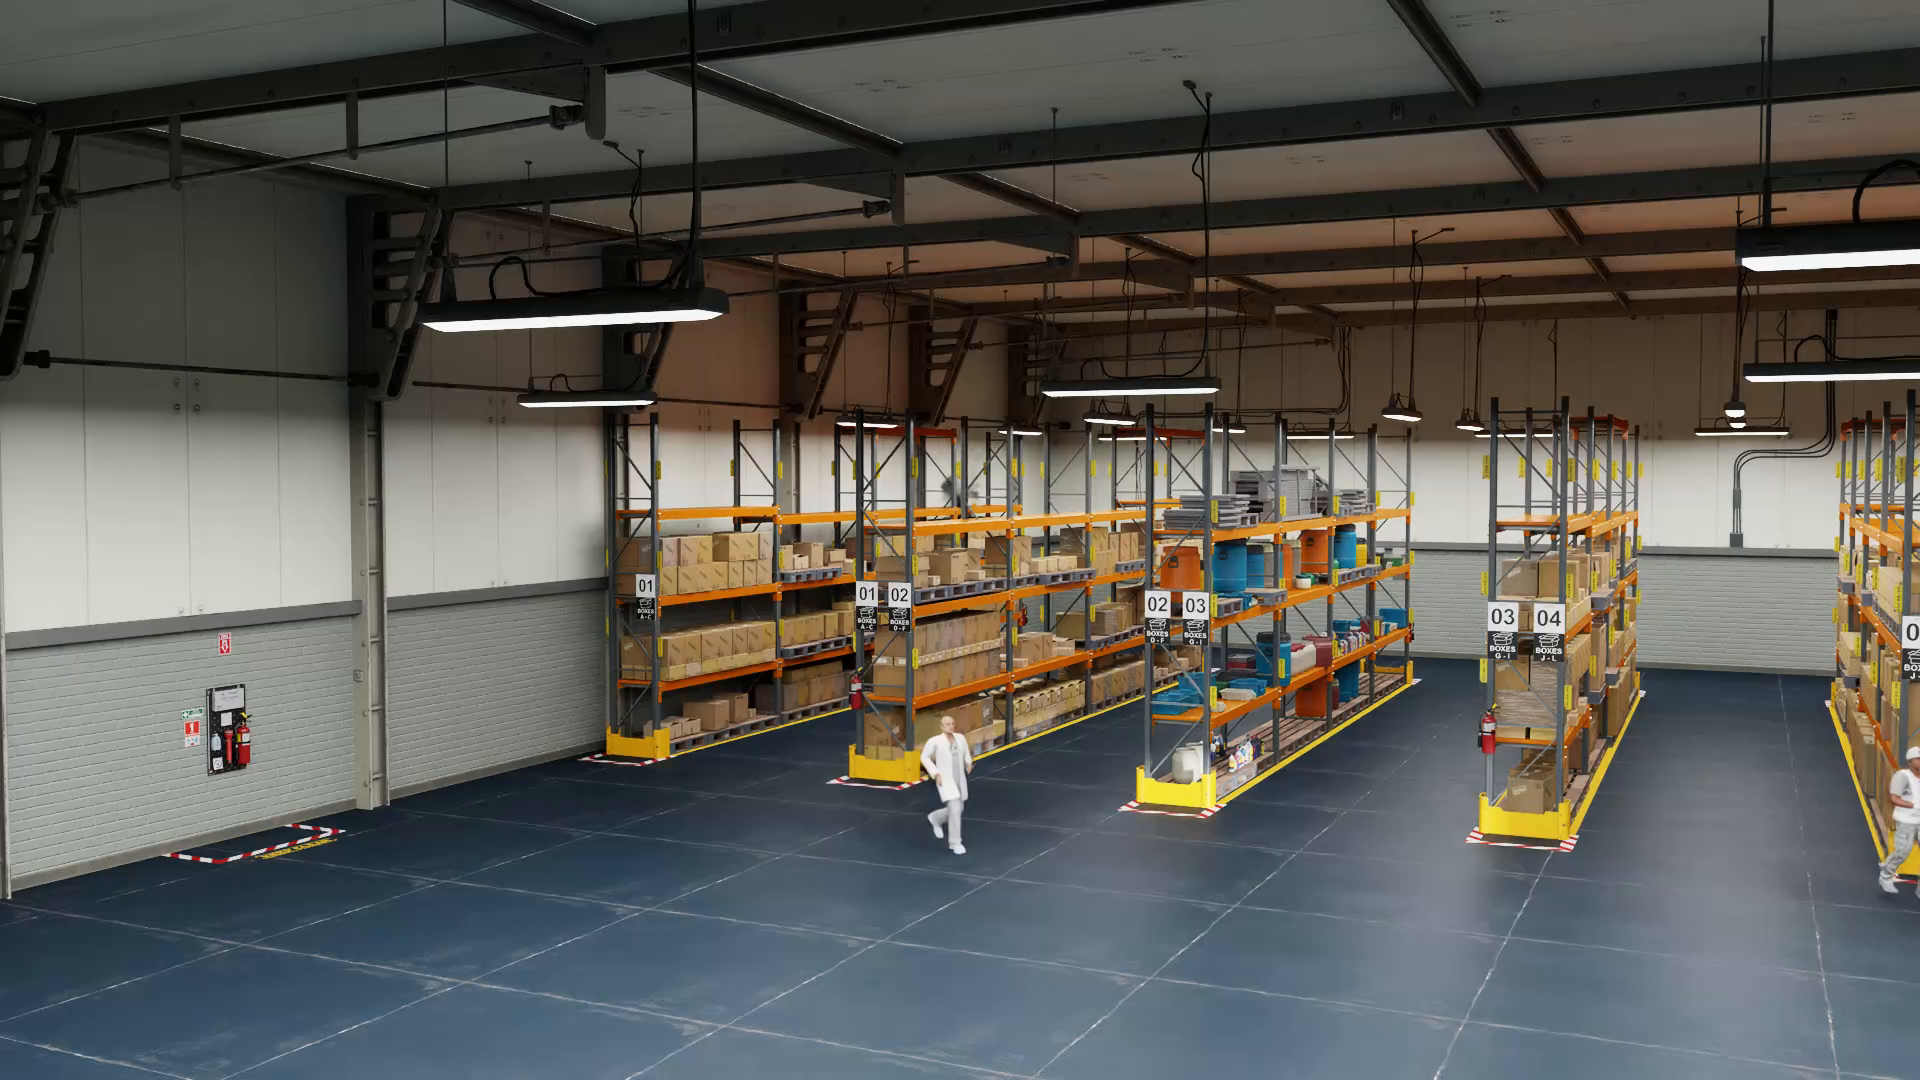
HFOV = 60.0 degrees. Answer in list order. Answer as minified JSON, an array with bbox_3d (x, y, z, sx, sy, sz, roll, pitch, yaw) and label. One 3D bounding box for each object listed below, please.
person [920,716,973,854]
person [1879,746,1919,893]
[{"bbox_3d":[-0.158,3.206,21.988,0.698,1.773,0.843,-2,3,-34],"label":"person"},{"bbox_3d":[11.038,3.303,19.257,0.702,1.850,0.786,-1,2,-12],"label":"person"}]
